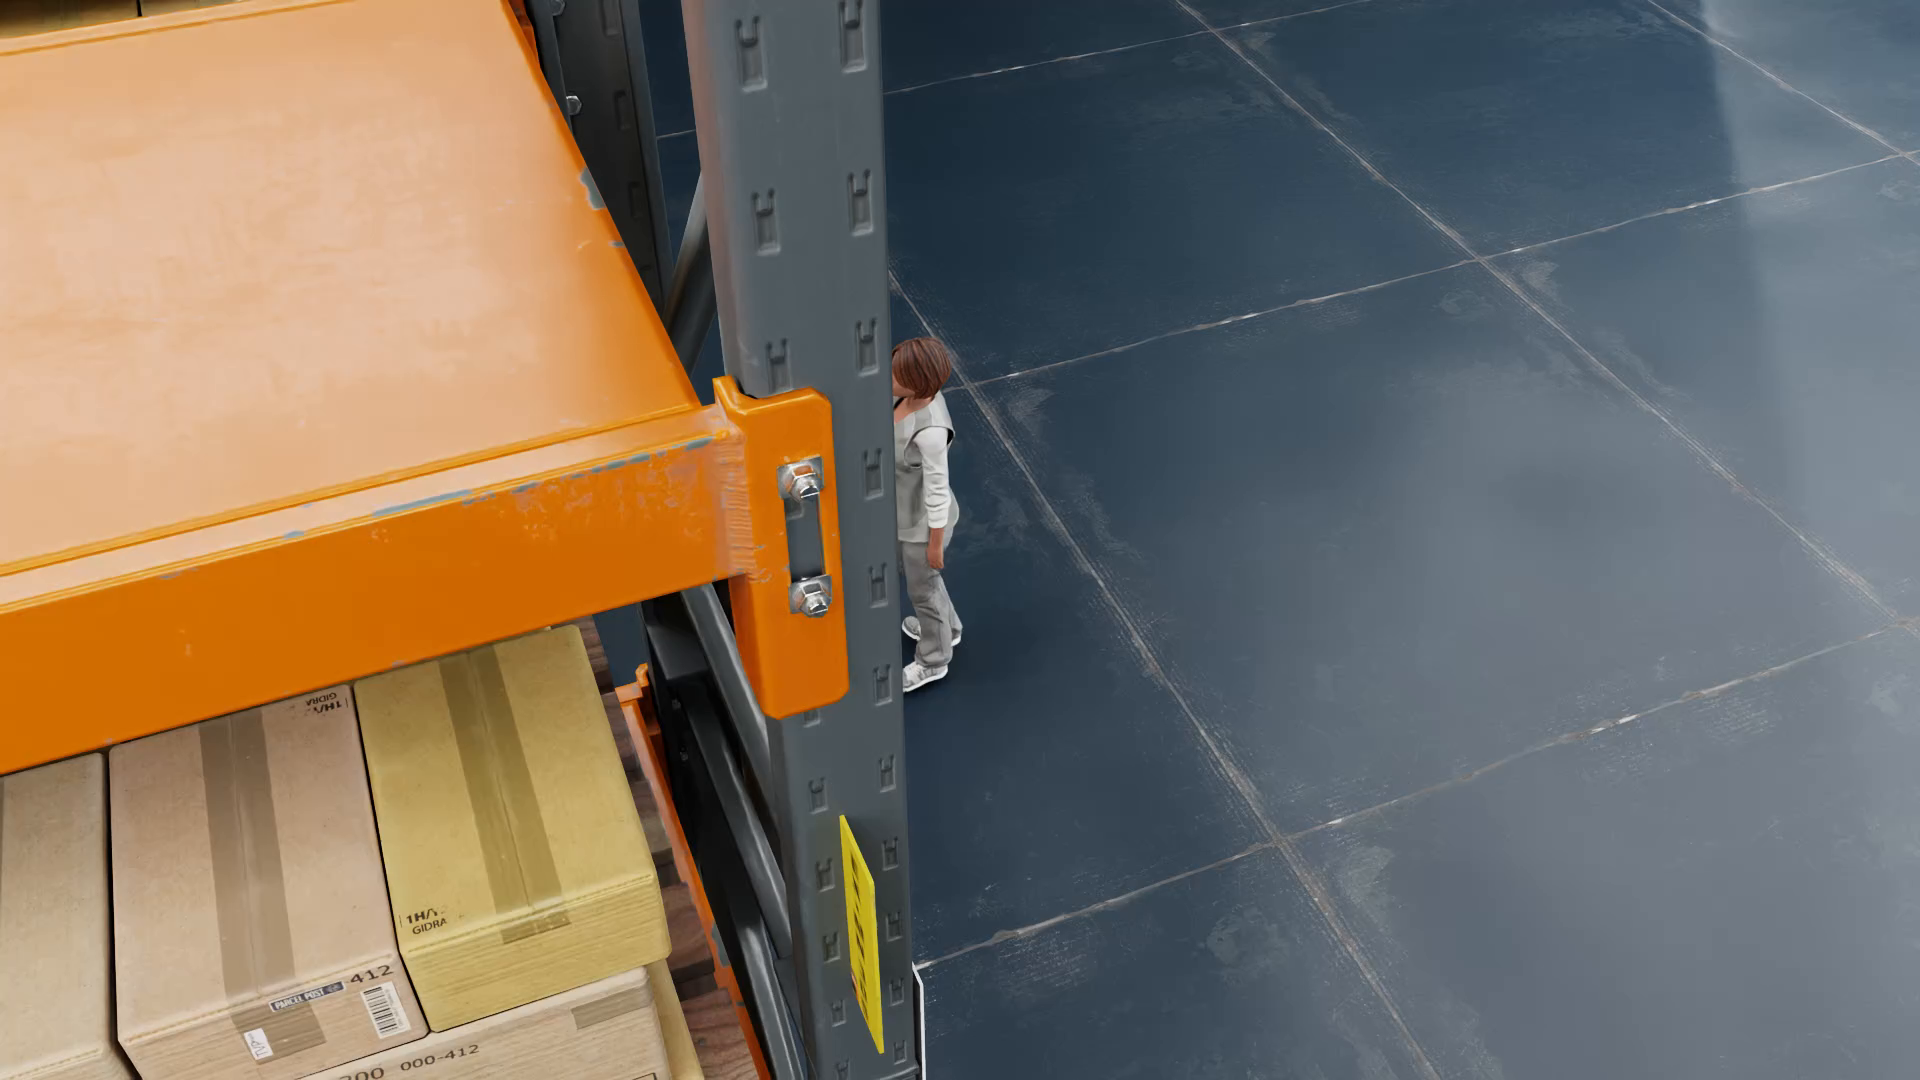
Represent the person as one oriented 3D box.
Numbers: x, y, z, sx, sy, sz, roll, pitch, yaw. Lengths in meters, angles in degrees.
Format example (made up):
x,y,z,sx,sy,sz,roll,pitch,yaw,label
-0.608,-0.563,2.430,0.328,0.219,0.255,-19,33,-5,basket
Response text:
x,y,z,sx,sy,sz,roll,pitch,yaw,label
-0.157,-0.096,6.243,0.359,1.601,0.441,-10,43,-11,person
